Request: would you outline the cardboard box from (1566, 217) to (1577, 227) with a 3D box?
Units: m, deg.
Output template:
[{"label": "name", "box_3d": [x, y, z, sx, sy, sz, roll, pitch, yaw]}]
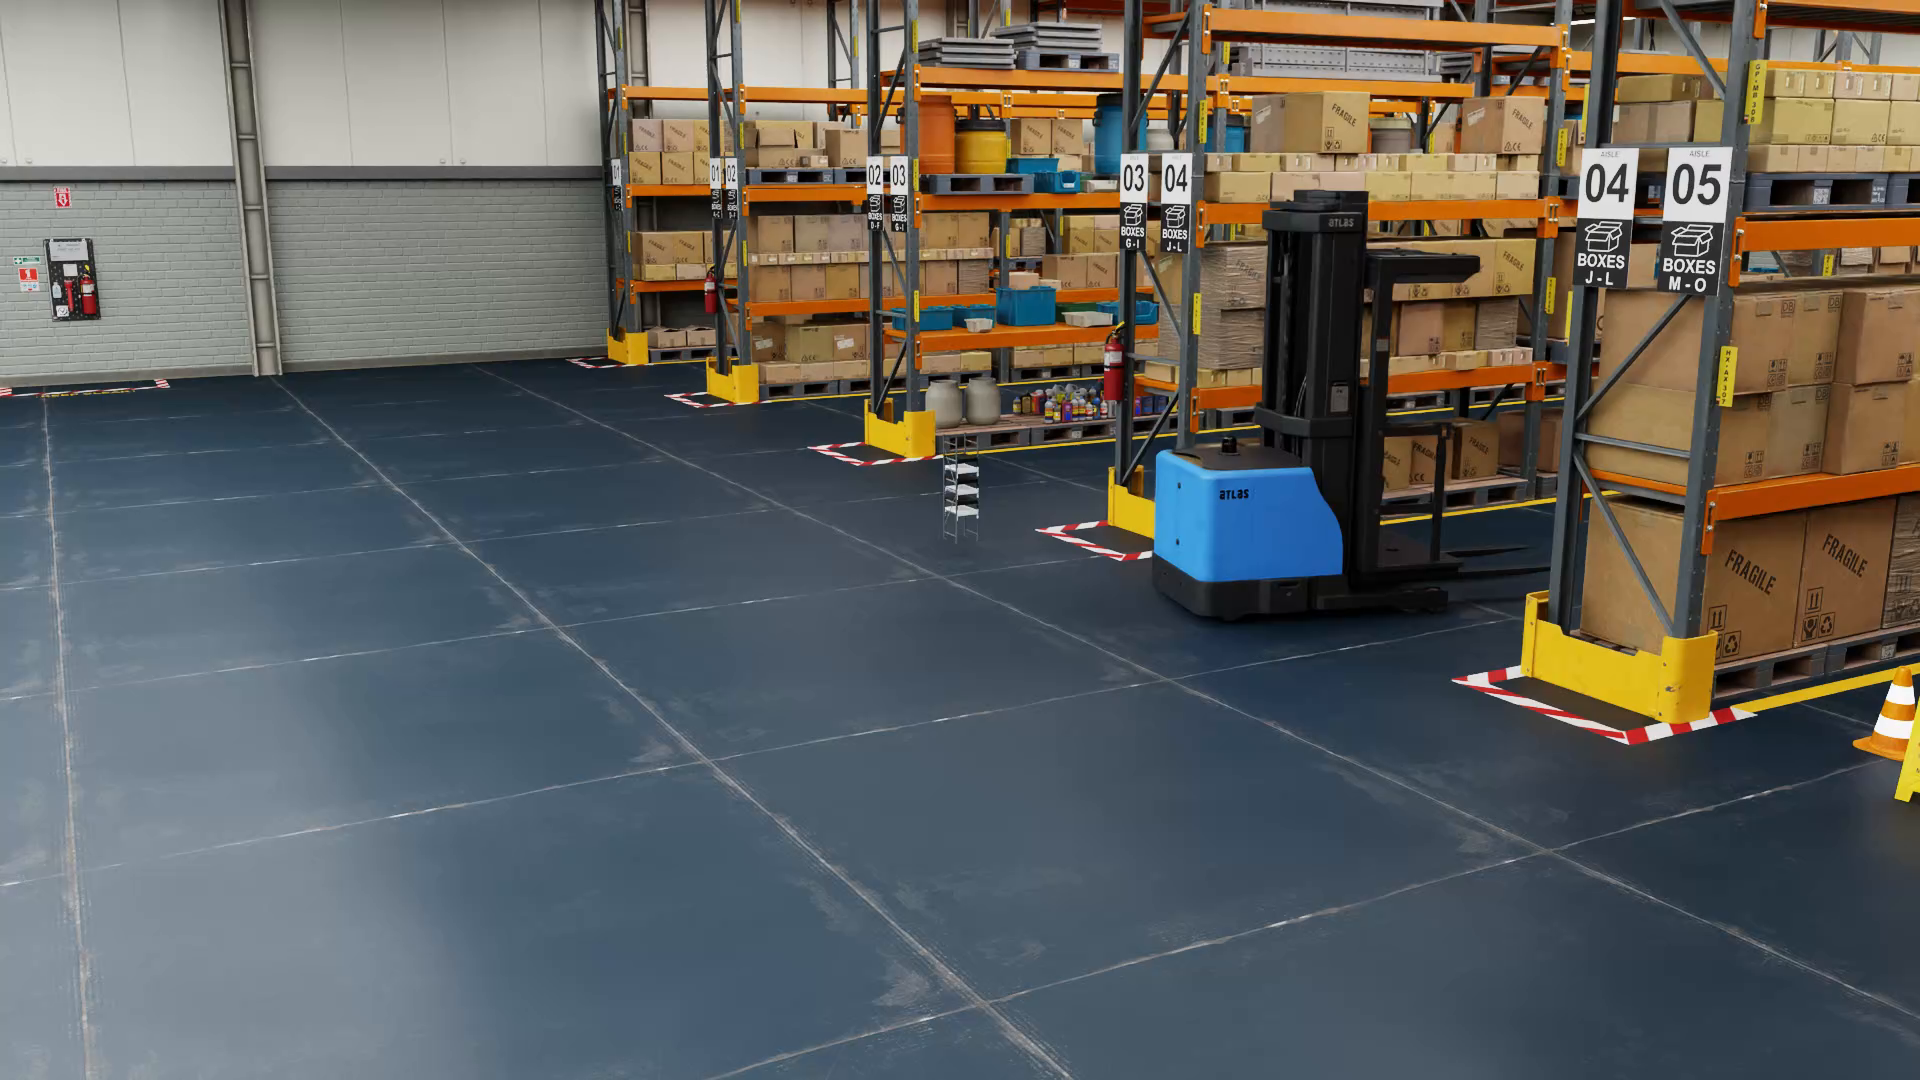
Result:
[{"label": "cardboard box", "box_3d": [10.693, -5.539, 29.385, 0.500, 0.500, 0.500, -7, 14, -28]}]

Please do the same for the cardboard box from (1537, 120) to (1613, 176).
[{"label": "cardboard box", "box_3d": [5.622, -3.679, 15.603, 0.637, 0.503, 0.797, -8, 15, -31]}]

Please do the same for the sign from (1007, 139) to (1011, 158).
[{"label": "sign", "box_3d": [0.686, -5.487, 23.470, 0.005, 0.325, 0.100, -7, 14, -28]}]

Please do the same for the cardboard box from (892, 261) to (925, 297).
[{"label": "cardboard box", "box_3d": [-0.870, -3.732, 23.633, 0.500, 0.500, 0.700, -7, 14, -27]}]

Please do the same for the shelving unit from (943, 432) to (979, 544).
[{"label": "shelving unit", "box_3d": [0.007, -0.440, 14.014, 0.210, 0.900, 0.258, -7, 14, -28]}]

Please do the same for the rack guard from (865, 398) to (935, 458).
[{"label": "rack guard", "box_3d": [-0.678, -1.262, 18.577, 0.348, 0.500, 1.175, -7, 14, -28]}]

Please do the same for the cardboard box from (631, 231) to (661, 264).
[{"label": "cardboard box", "box_3d": [-5.157, -4.766, 27.044, 0.500, 0.500, 0.500, -7, 14, -28]}]

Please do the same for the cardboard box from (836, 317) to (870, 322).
[{"label": "cardboard box", "box_3d": [-1.454, -2.922, 23.861, 0.500, 0.500, 0.500, -7, 14, -28]}]

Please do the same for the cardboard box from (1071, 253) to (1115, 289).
[{"label": "cardboard box", "box_3d": [2.003, -4.074, 25.154, 0.500, 0.500, 0.500, -7, 14, -28]}]

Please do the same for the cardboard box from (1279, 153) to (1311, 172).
[{"label": "cardboard box", "box_3d": [2.713, -3.153, 13.887, 0.250, 0.149, 0.380, -6, 14, -26]}]

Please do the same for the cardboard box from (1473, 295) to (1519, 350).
[{"label": "cardboard box", "box_3d": [4.737, -2.089, 15.654, 0.500, 0.500, 0.875, -7, 14, -28]}]

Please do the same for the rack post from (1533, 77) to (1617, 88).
[{"label": "rack post", "box_3d": [8.095, -6.172, 22.177, 0.954, 0.300, 0.937, -5, 14, -22]}]

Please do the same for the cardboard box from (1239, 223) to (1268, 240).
[{"label": "cardboard box", "box_3d": [5.548, -5.836, 32.526, 0.700, 0.700, 0.980, -7, 14, -27]}]

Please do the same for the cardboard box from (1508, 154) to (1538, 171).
[{"label": "cardboard box", "box_3d": [5.015, -3.425, 15.099, 0.250, 0.149, 0.380, -6, 14, -26]}]

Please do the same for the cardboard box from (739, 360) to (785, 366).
[{"label": "cardboard box", "box_3d": [-2.763, -2.396, 23.229, 0.500, 0.250, 0.500, -7, 14, -28]}]

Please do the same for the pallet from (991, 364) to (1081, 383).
[{"label": "pallet", "box_3d": [1.047, -2.565, 25.024, 1.213, 0.211, 1.003, -7, 14, -28]}]

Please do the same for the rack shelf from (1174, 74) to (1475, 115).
[{"label": "rack shelf", "box_3d": [4.544, -5.476, 20.495, 4.000, 0.370, 1.077, -7, 14, -28]}]

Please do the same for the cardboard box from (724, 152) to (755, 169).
[{"label": "cardboard box", "box_3d": [-3.653, -6.048, 27.045, 0.500, 0.500, 0.500, -6, 14, -24]}]

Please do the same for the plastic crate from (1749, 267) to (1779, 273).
[{"label": "plastic crate", "box_3d": [12.369, -4.063, 25.576, 0.300, 0.233, 0.416, -7, 14, -28]}]

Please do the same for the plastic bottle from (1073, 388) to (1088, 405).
[{"label": "plastic bottle", "box_3d": [1.436, -1.675, 19.923, 0.135, 0.276, 0.152, -7, 14, -28]}]

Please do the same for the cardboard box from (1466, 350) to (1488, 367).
[{"label": "cardboard box", "box_3d": [4.642, -1.689, 15.356, 0.250, 0.149, 0.380, -7, 14, -28]}]

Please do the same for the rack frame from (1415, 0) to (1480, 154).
[{"label": "rack frame", "box_3d": [6.300, -6.233, 21.307, 0.127, 3.000, 1.000, -7, 14, -28]}]

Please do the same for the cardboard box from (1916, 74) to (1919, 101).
[{"label": "cardboard box", "box_3d": [5.501, -2.634, 9.721, 0.250, 0.149, 0.380, -7, 14, -29]}]

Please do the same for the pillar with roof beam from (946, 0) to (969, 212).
[{"label": "pillar with roof beam", "box_3d": [2.060, -7.342, 26.238, 0.400, 9.000, 9.100, -7, 14, -28]}]

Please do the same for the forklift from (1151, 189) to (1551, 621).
[{"label": "forklift", "box_3d": [2.991, -1.019, 11.961, 3.031, 2.935, 1.130, -3, 13, -13]}]

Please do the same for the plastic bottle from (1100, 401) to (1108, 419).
[{"label": "plastic bottle", "box_3d": [1.675, -1.523, 19.415, 0.097, 0.201, 0.097, 0, 13, 0]}]

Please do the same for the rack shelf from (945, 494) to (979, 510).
[{"label": "rack shelf", "box_3d": [0.007, -0.320, 14.041, 0.200, 0.077, 0.258, -7, 14, -28]}]

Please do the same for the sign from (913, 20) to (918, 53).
[{"label": "sign", "box_3d": [-0.462, -5.182, 17.118, 0.005, 0.325, 0.100, -7, 14, -28]}]

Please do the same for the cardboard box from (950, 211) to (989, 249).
[{"label": "cardboard box", "box_3d": [0.032, -4.474, 23.973, 0.500, 0.500, 0.700, -7, 14, -28]}]

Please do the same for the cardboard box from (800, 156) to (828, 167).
[{"label": "cardboard box", "box_3d": [-1.975, -5.123, 22.506, 0.250, 0.149, 0.380, -7, 14, -28]}]

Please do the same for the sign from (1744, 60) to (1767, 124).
[{"label": "sign", "box_3d": [4.200, -2.364, 8.779, 0.005, 0.325, 0.100, -7, 14, -28]}]

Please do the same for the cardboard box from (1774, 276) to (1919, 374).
[{"label": "cardboard box", "box_3d": [5.681, -1.364, 10.536, 0.500, 0.550, 0.875, -7, 14, -28]}]

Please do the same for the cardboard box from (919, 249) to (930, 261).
[{"label": "cardboard box", "box_3d": [-0.611, -4.029, 23.473, 0.250, 0.149, 0.380, -7, 14, -28]}]

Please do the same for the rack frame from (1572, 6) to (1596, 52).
[{"label": "rack frame", "box_3d": [10.952, -8.029, 29.290, 0.127, 3.000, 1.000, -7, 14, -28]}]

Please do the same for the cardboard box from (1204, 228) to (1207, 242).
[{"label": "cardboard box", "box_3d": [4.336, -5.687, 31.595, 0.500, 0.500, 0.500, -7, 14, -27]}]

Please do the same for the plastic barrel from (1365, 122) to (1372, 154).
[{"label": "plastic barrel", "box_3d": [4.901, -4.865, 21.086, 0.708, 0.830, 0.600, -7, 14, -28]}]

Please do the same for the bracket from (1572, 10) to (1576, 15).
[{"label": "bracket", "box_3d": [13.145, -11.415, 36.136, 0.430, 0.232, 0.235, -7, 14, -28]}]

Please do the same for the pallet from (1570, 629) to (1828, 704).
[{"label": "pallet", "box_3d": [4.603, 0.718, 10.437, 1.213, 0.211, 1.003, -7, 14, -28]}]

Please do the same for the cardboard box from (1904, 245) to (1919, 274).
[{"label": "cardboard box", "box_3d": [10.481, -3.103, 18.553, 0.637, 0.503, 0.797, -6, 14, -26]}]

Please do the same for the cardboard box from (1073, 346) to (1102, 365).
[{"label": "cardboard box", "box_3d": [1.794, -2.807, 25.054, 0.500, 0.250, 0.500, -7, 15, -30]}]

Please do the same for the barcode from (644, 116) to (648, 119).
[{"label": "barcode", "box_3d": [-5.085, -6.837, 26.954, 0.075, 0.075, 0.001, -7, 14, -28]}]

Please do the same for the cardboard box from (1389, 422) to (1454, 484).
[{"label": "cardboard box", "box_3d": [4.293, -0.820, 15.656, 0.500, 0.500, 0.500, -2, 13, -10]}]

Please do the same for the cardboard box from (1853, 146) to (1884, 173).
[{"label": "cardboard box", "box_3d": [5.059, -2.192, 9.573, 0.250, 0.149, 0.380, -7, 14, -27]}]

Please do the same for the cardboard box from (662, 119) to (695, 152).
[{"label": "cardboard box", "box_3d": [-4.550, -6.420, 26.421, 0.500, 0.500, 0.500, -7, 14, -29]}]

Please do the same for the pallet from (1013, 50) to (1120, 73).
[{"label": "pallet", "box_3d": [1.006, -5.303, 18.519, 1.213, 0.211, 1.003, -7, 14, -28]}]

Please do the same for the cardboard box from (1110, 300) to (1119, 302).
[{"label": "cardboard box", "box_3d": [3.033, -4.514, 31.275, 0.750, 0.750, 0.750, -7, 14, -28]}]

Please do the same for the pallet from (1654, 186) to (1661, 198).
[{"label": "pallet", "box_3d": [6.664, -3.456, 16.231, 1.003, 0.211, 1.213, -7, 14, -28]}]

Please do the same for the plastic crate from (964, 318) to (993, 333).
[{"label": "plastic crate", "box_3d": [0.218, -2.368, 18.398, 0.250, 0.136, 0.298, -7, 14, -28]}]

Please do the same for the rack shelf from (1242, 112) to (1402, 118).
[{"label": "rack shelf", "box_3d": [6.819, -8.227, 32.719, 4.000, 0.370, 1.077, -7, 14, -28]}]

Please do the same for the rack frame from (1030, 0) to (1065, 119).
[{"label": "rack frame", "box_3d": [1.553, -8.142, 29.791, 0.127, 3.000, 1.000, -7, 14, -28]}]

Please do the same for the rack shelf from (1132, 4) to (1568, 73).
[{"label": "rack shelf", "box_3d": [3.407, -4.294, 14.341, 4.000, 0.370, 1.077, -7, 14, -28]}]

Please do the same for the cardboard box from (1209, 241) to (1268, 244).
[{"label": "cardboard box", "box_3d": [2.452, -2.350, 14.539, 0.500, 0.500, 0.500, -7, 14, -28]}]

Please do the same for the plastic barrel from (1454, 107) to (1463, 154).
[{"label": "plastic barrel", "box_3d": [6.799, -5.243, 21.806, 0.708, 0.830, 0.600, -7, 14, -28]}]
